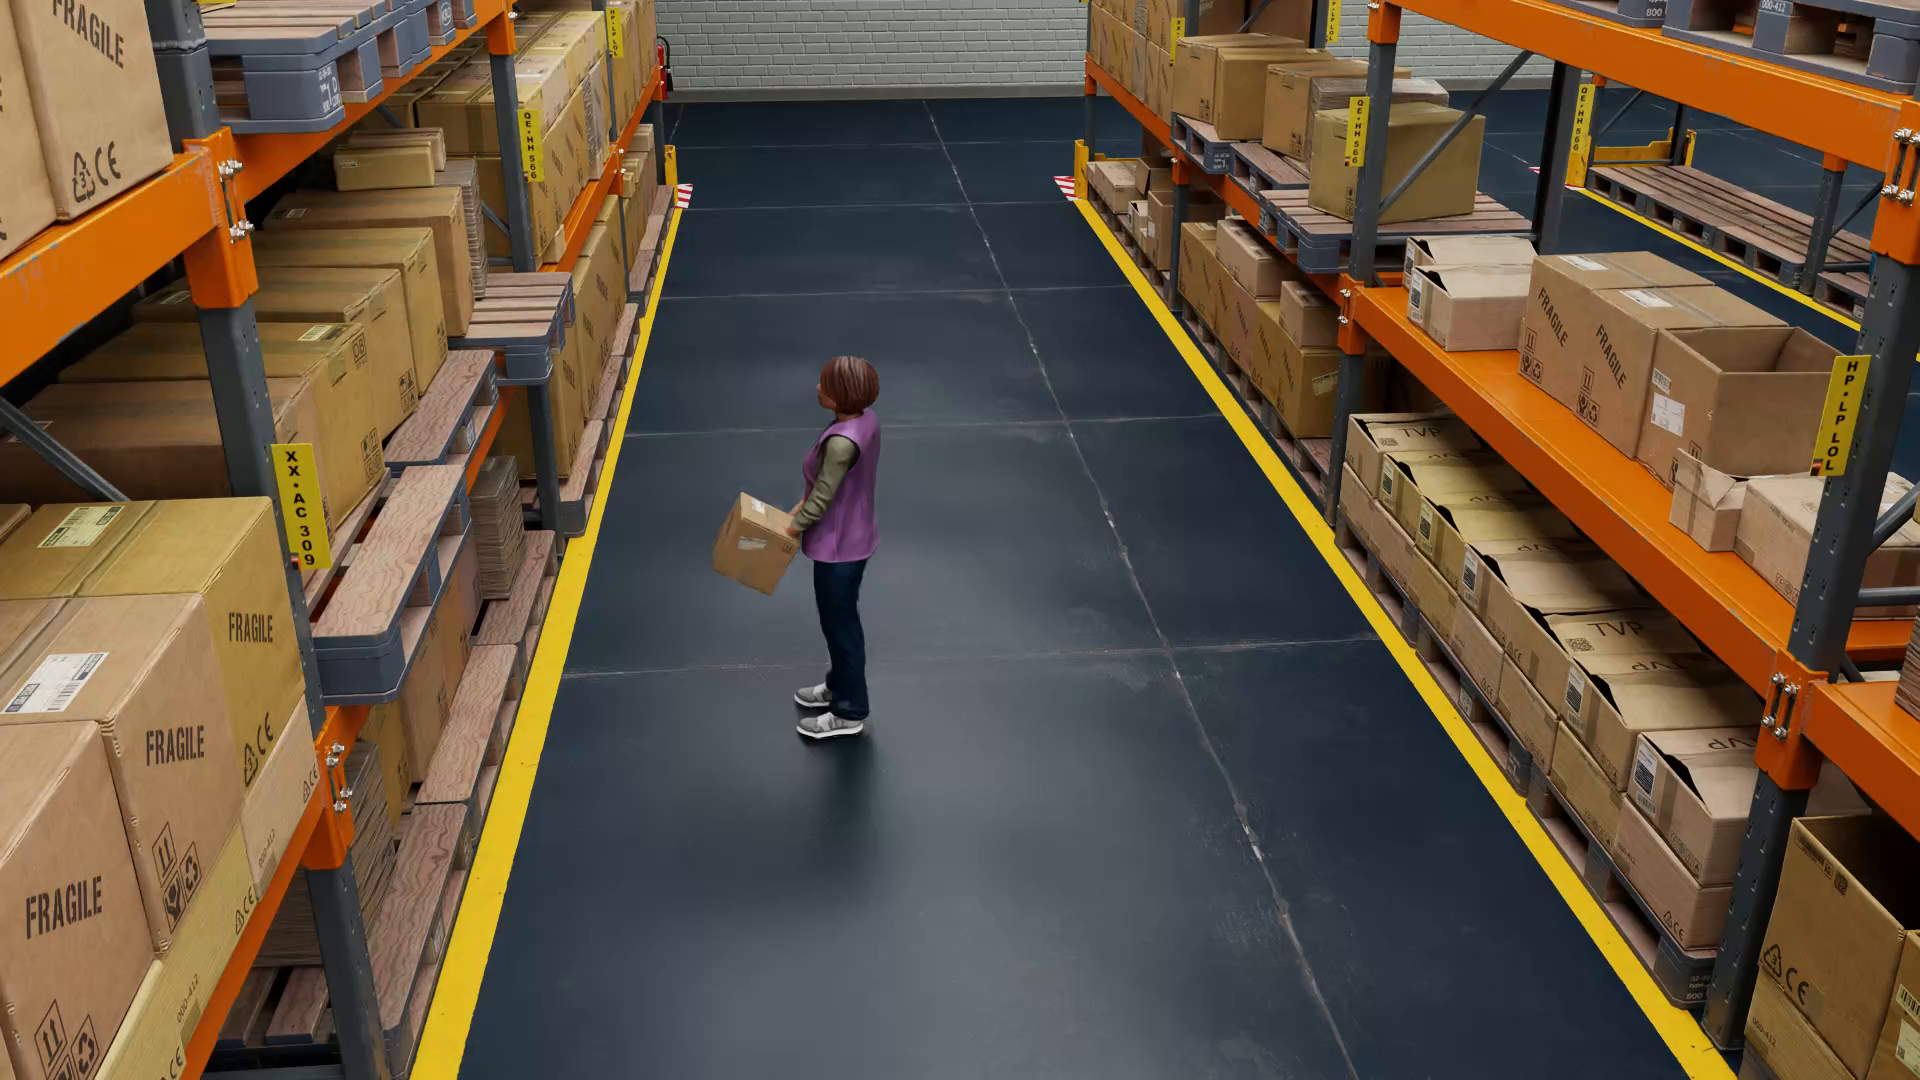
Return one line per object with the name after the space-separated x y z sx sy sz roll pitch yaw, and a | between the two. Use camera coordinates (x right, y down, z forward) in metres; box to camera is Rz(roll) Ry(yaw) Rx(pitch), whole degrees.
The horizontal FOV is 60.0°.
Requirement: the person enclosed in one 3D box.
-0.524 0.032 6.533 0.449 1.601 0.434 4 24 10 | person
